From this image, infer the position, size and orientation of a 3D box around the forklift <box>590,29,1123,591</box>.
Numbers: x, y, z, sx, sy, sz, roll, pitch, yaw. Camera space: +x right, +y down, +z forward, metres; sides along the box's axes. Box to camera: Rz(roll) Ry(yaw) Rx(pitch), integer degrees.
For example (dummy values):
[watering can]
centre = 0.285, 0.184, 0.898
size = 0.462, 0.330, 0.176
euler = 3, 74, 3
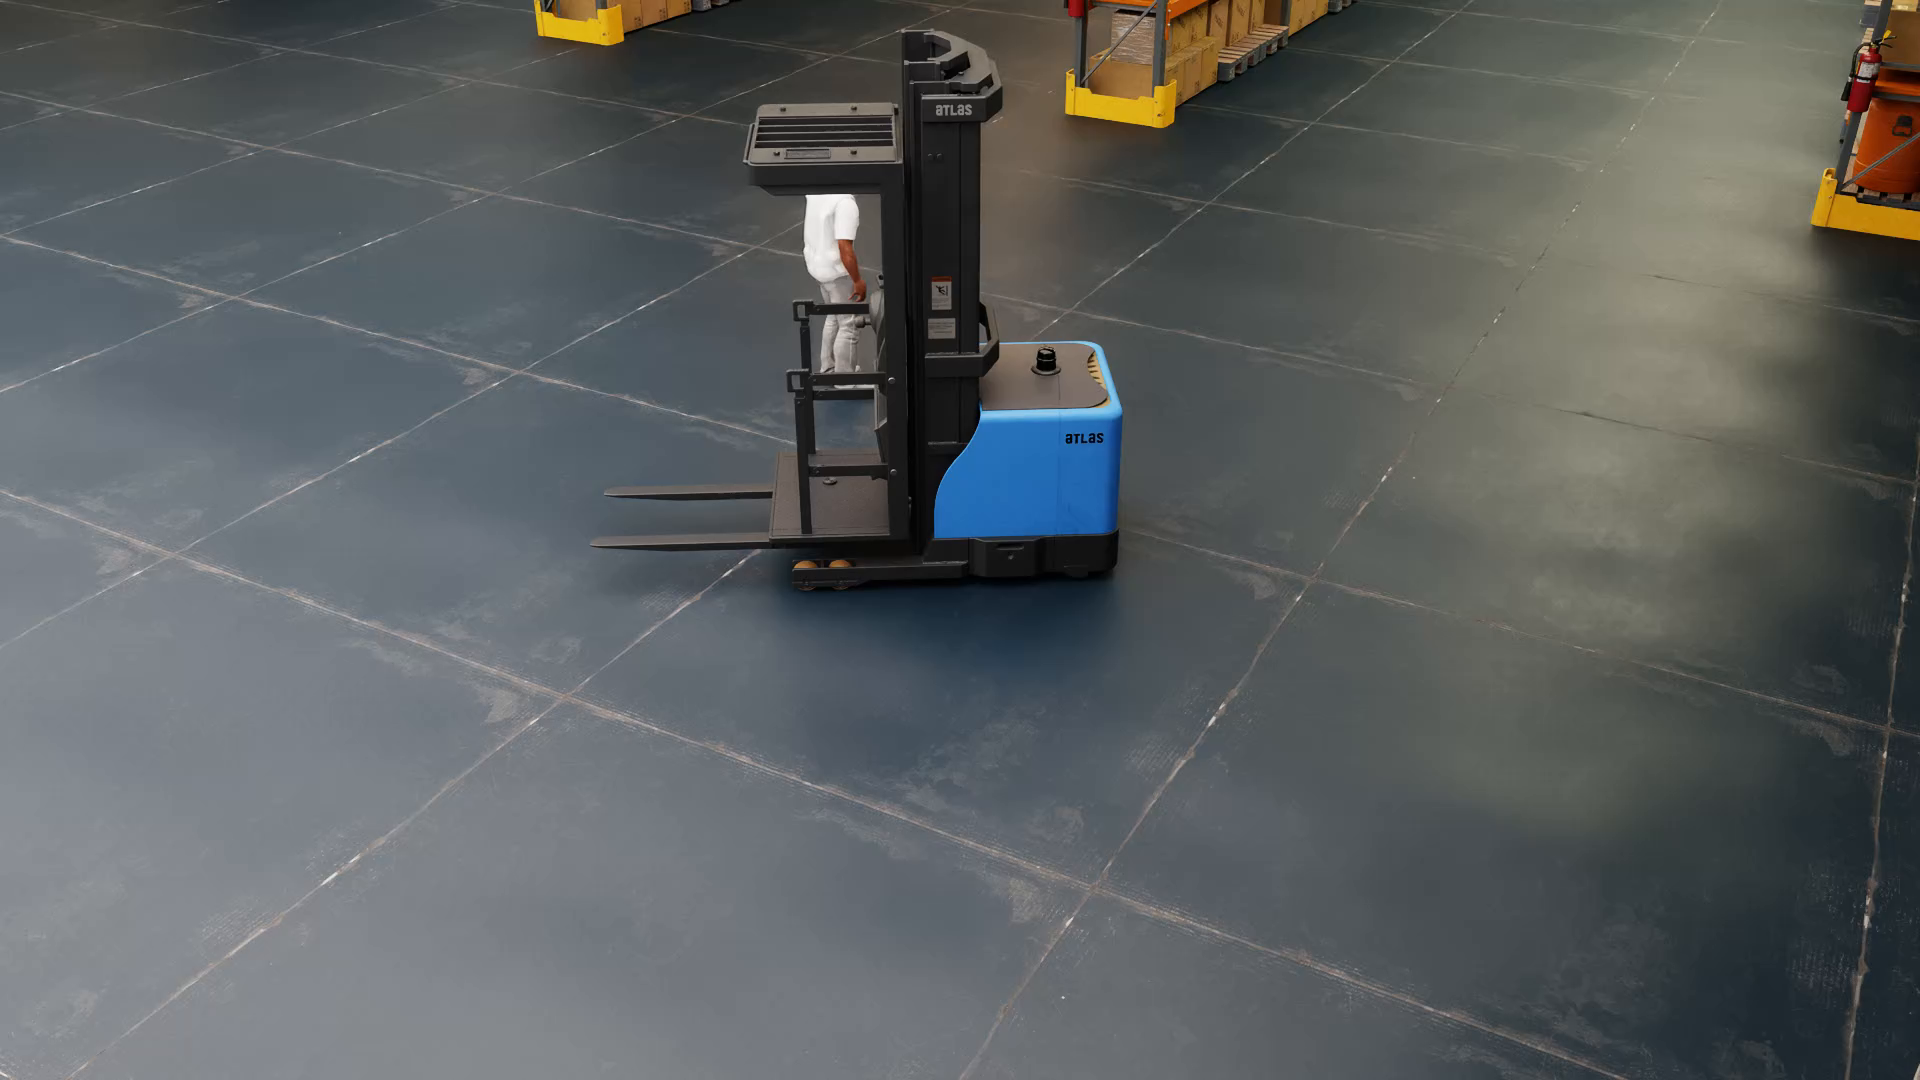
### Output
[forklift]
centre = -0.624, -1.253, 9.241
size = 3.031, 2.935, 1.130
euler = -2, 30, -3

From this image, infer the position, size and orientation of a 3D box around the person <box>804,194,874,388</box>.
[person]
centre = -0.821, -1.879, 11.501
size = 0.460, 1.761, 0.637
euler = -12, 32, -20
